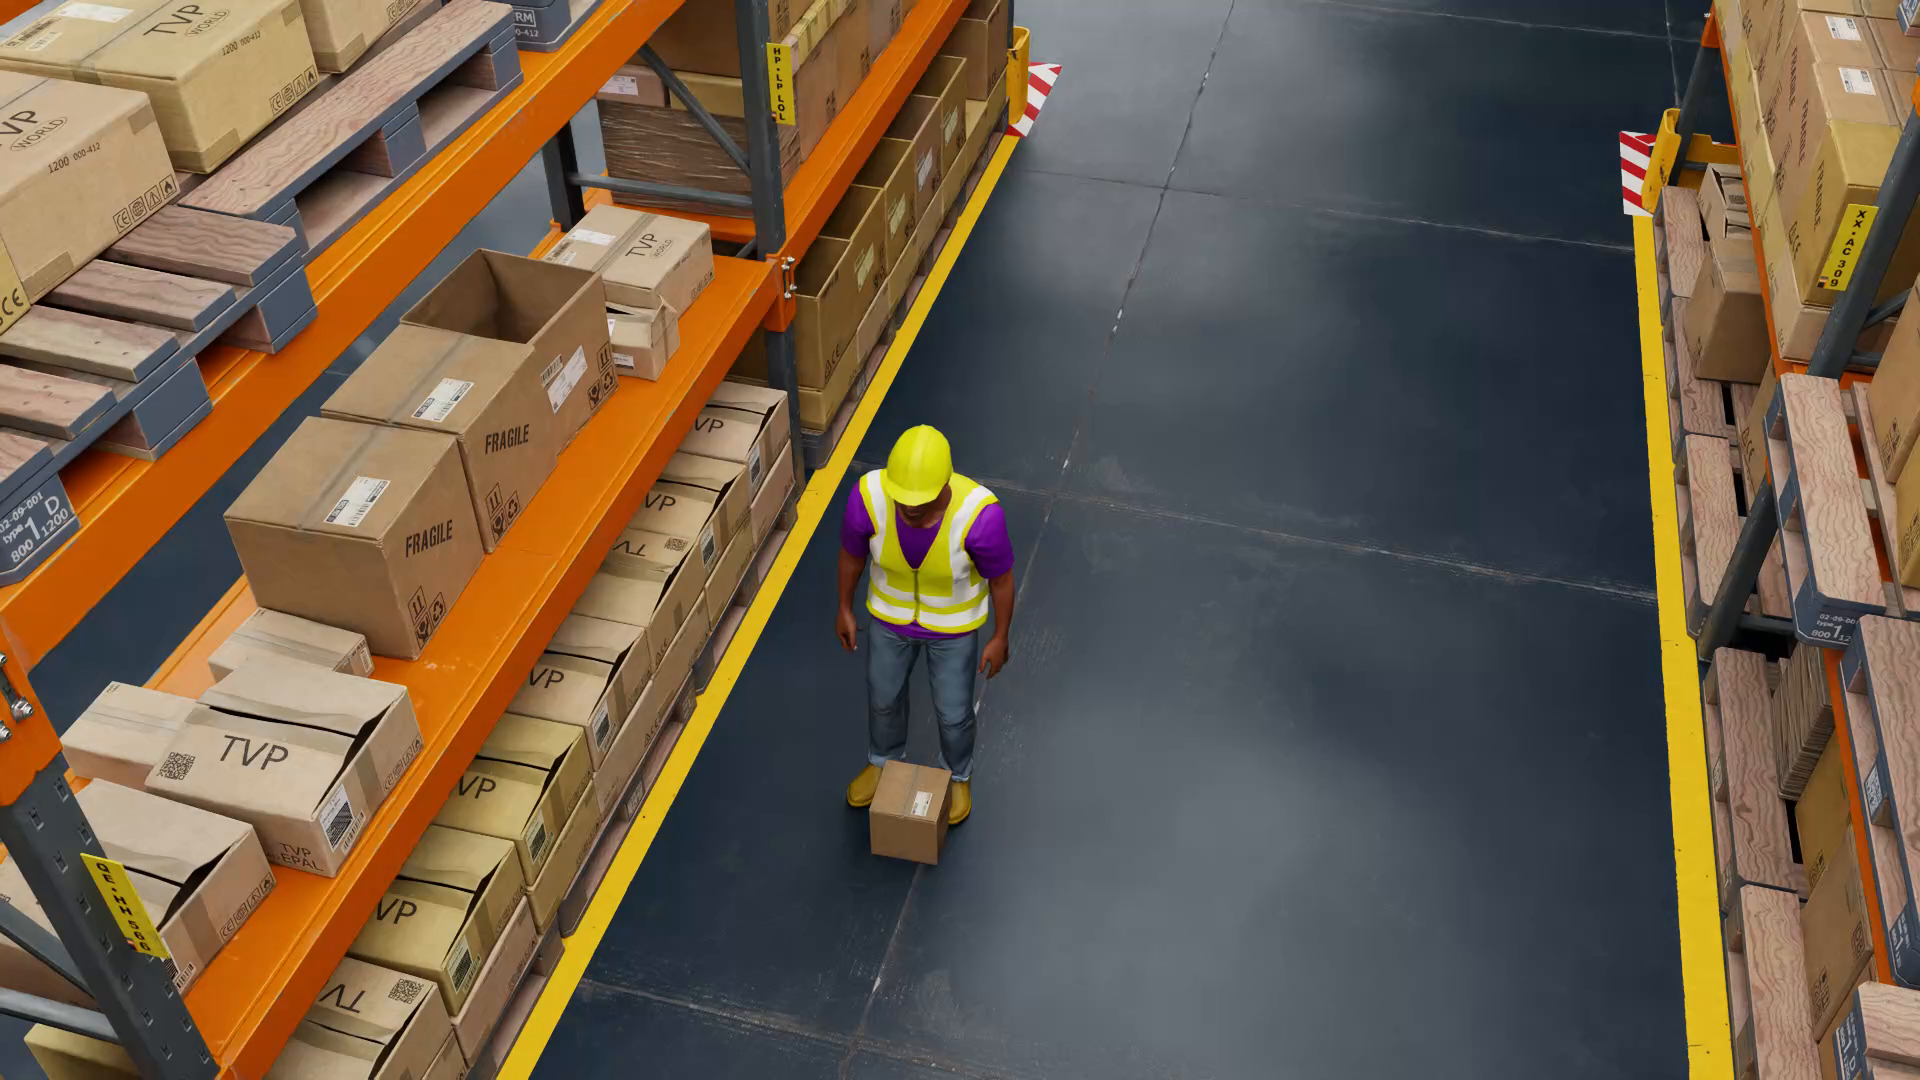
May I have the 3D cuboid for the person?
[{"bbox_3d":[-0.132,0.292,5.805,0.632,1.760,0.463,10,42,11],"label":"person"}]
